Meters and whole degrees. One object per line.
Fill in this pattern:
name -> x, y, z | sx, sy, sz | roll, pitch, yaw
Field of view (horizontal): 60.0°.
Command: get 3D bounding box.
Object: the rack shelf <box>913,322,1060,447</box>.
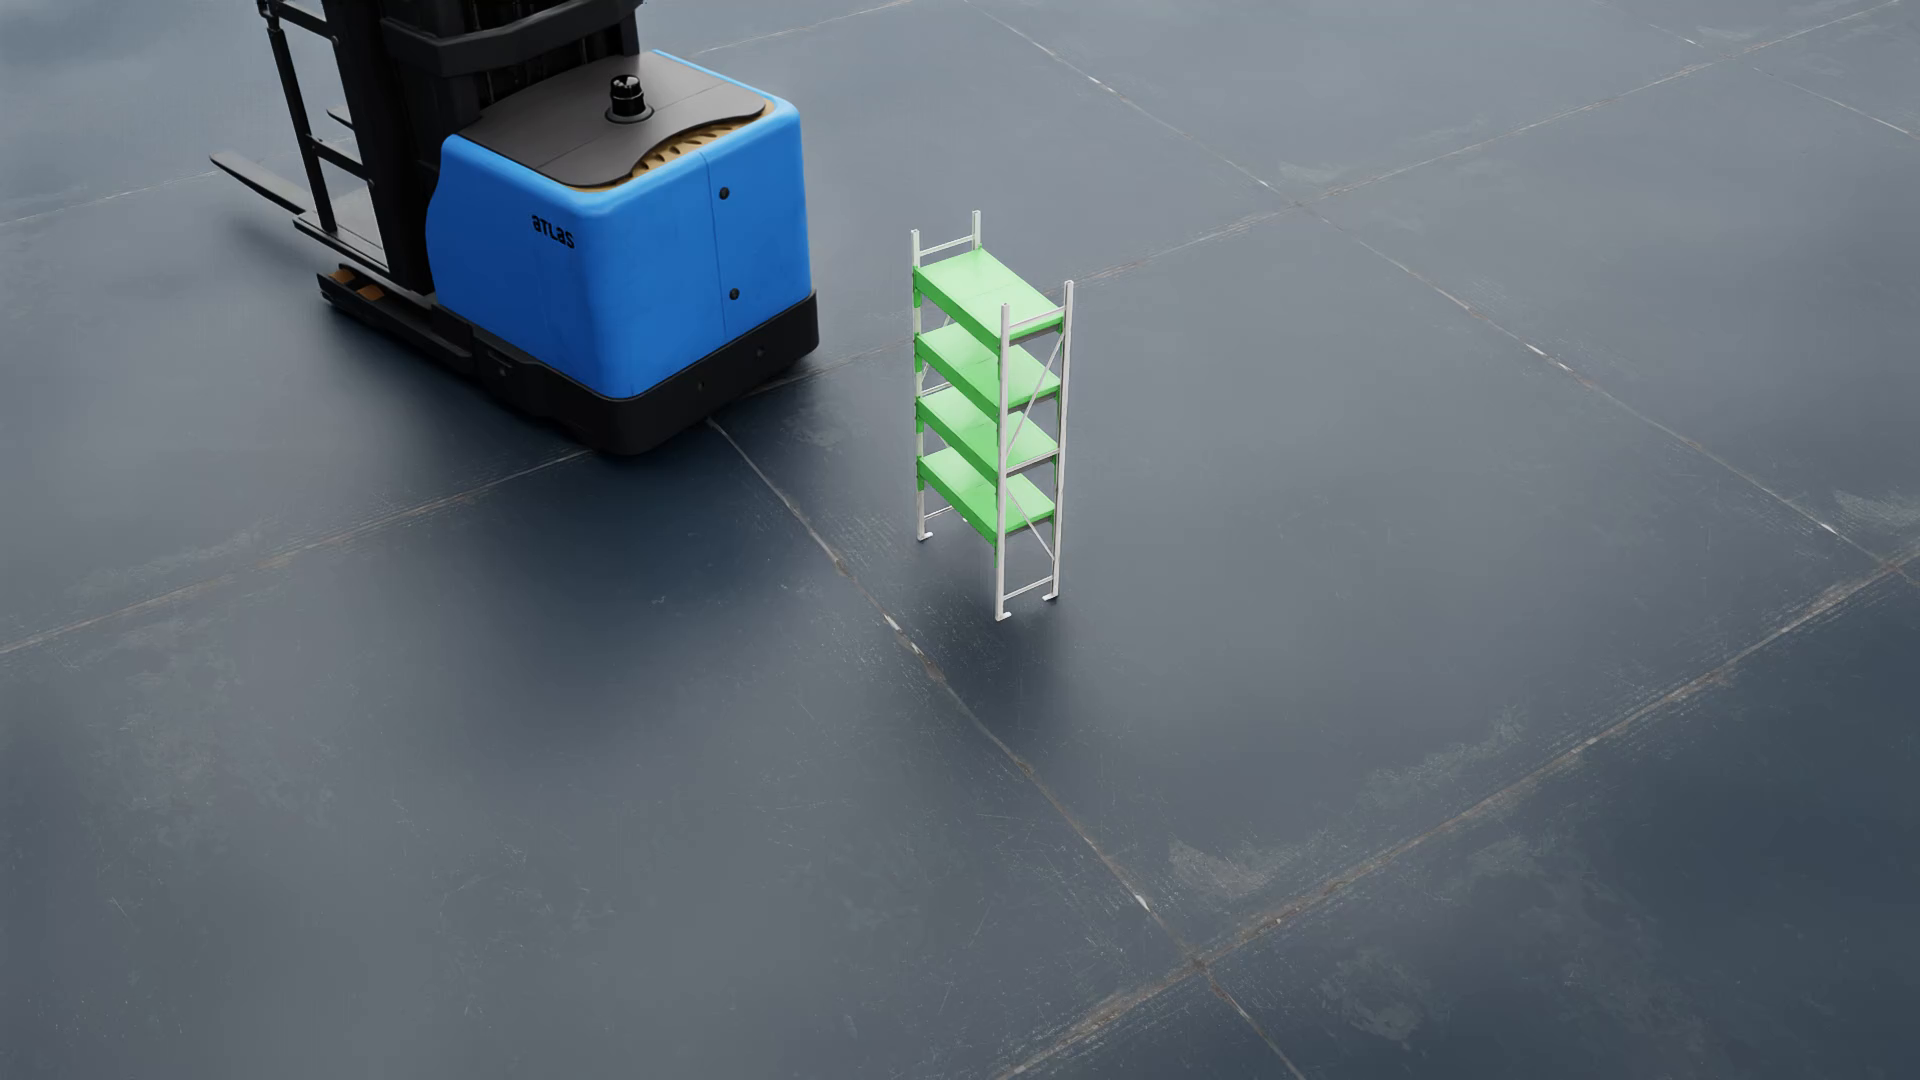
rack shelf -> 0.089, -0.507, 5.146 | 0.258, 0.148, 0.480 | -22, 45, -24

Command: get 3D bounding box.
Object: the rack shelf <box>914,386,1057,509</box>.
rack shelf -> 0.089, -0.323, 5.300 | 0.258, 0.148, 0.480 | -22, 45, -24

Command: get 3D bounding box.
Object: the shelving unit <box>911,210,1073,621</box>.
shelving unit -> 0.089, -0.372, 5.259 | 0.258, 1.200, 0.503 | -22, 45, -24

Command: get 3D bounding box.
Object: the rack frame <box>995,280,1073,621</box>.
rack frame -> 0.220, -0.240, 5.101 | 0.240, 1.200, 0.015 | -22, 45, -24

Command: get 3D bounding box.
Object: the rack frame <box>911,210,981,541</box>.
rack frame -> -0.042, -0.503, 5.417 | 0.240, 1.200, 0.015 | -22, 45, -24

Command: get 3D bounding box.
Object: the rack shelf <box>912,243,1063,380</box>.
rack shelf -> 0.089, -0.691, 4.992 | 0.258, 0.148, 0.480 | -22, 45, -24

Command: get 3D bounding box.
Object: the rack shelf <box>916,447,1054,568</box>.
rack shelf -> 0.089, -0.138, 5.453 | 0.258, 0.148, 0.480 | -22, 45, -24

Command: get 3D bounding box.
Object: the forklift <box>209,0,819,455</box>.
forklift -> -2.010, -2.229, 6.135 | 3.031, 2.935, 1.130 | 28, 47, 30
